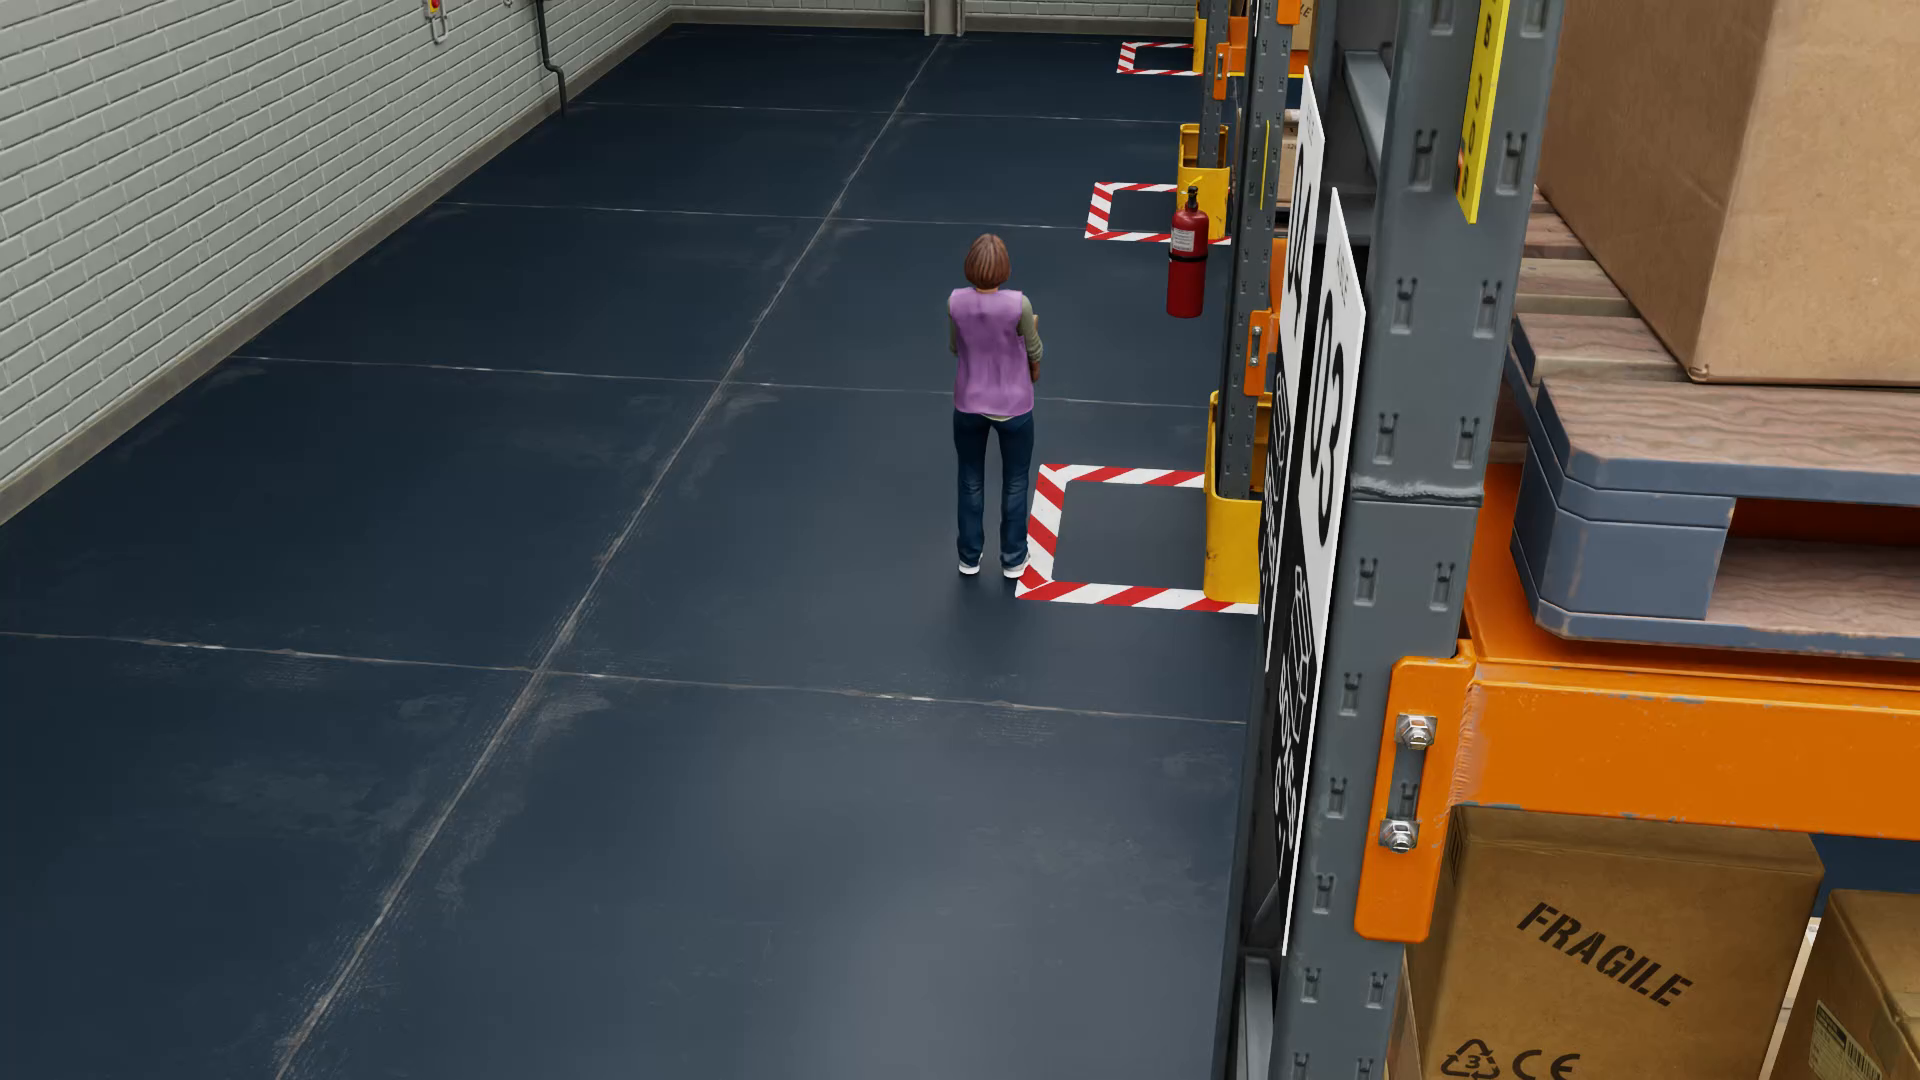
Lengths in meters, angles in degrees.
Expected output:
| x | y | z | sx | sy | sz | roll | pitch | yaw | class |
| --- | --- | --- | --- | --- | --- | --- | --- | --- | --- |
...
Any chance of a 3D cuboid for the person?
| x | y | z | sx | sy | sz | roll | pitch | yaw | class |
| --- | --- | --- | --- | --- | --- | --- | --- | --- | --- |
| 0.155 | -0.569 | 7.273 | 0.406 | 1.495 | 0.493 | 5 | 29 | 10 | person |
